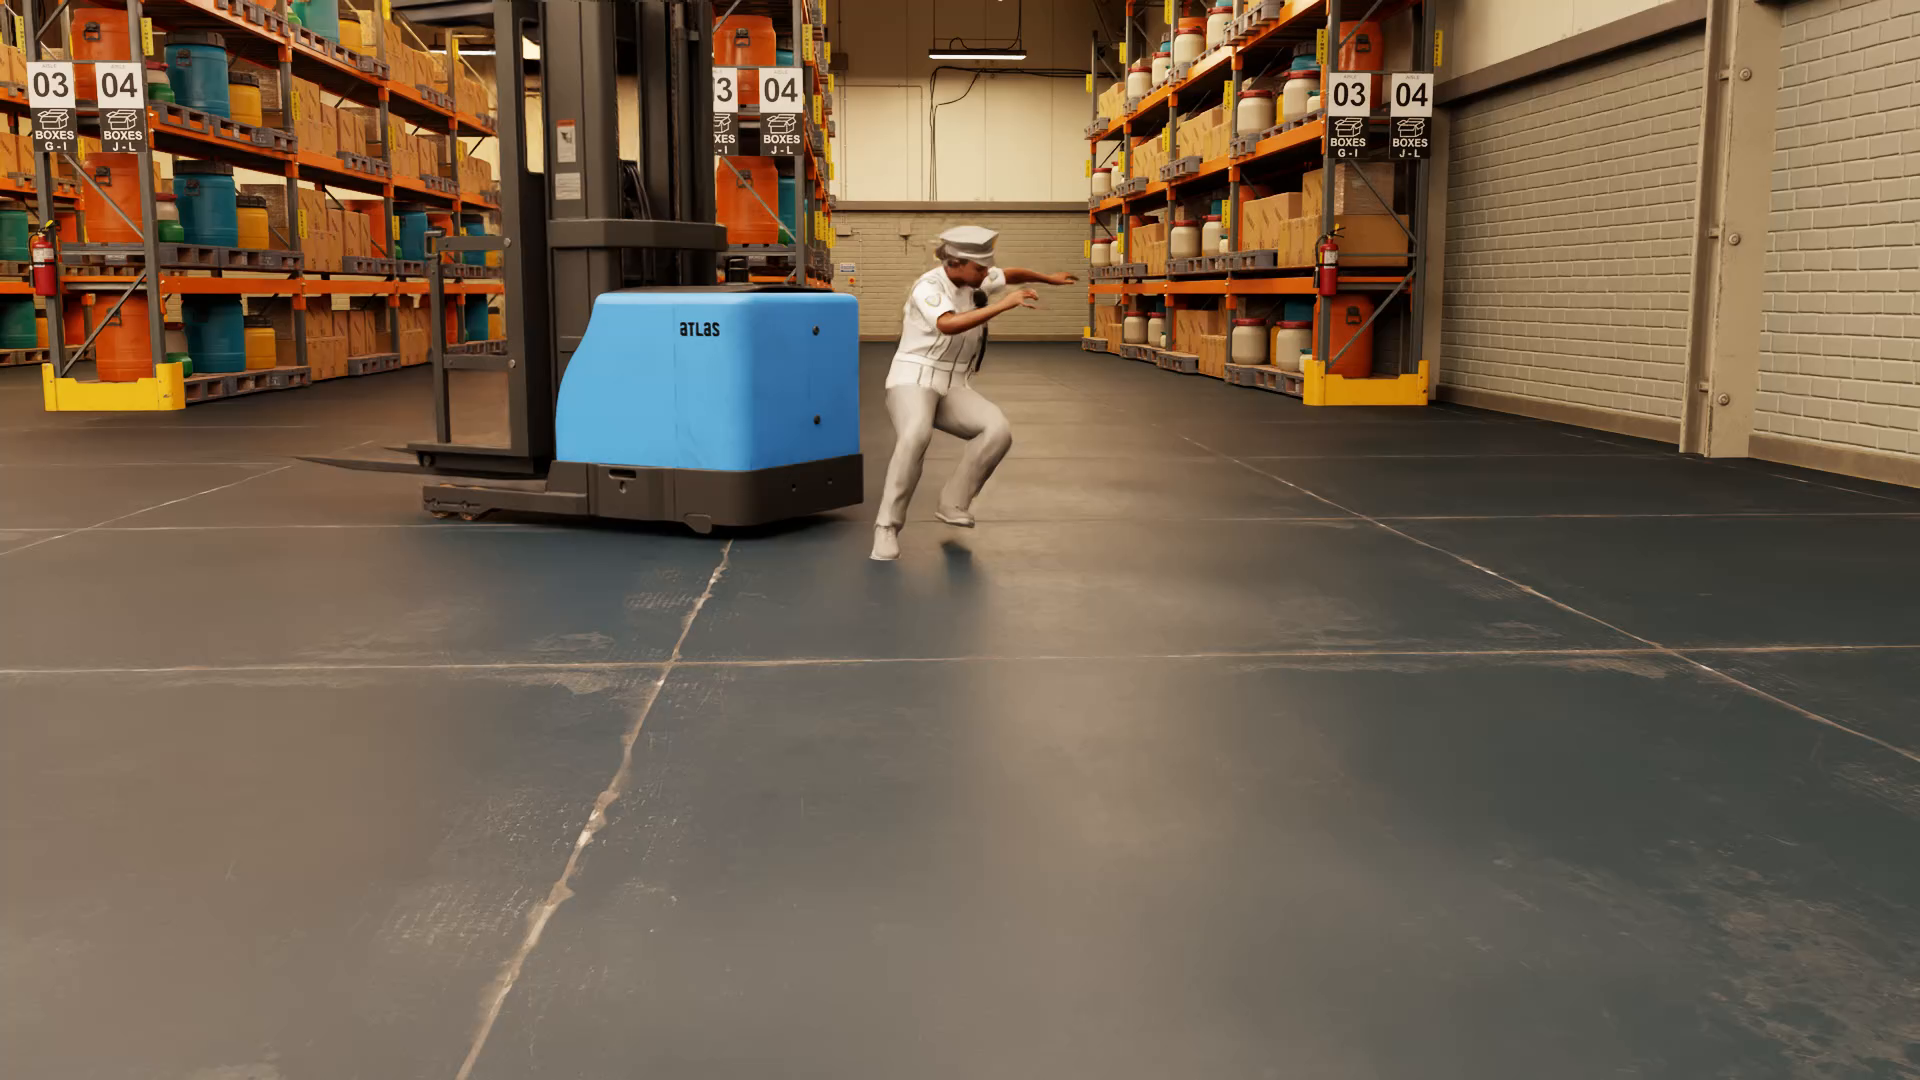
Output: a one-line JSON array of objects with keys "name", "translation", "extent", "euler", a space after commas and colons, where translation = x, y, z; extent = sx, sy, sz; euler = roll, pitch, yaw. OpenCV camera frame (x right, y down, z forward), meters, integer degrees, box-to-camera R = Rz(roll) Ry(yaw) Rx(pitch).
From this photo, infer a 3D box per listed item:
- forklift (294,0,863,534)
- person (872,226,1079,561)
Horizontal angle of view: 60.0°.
[{"name": "forklift", "translation": [-2.012, -1.605, 8.137], "extent": [3.031, 2.935, 1.130], "euler": [4, 10, 28]}, {"name": "person", "translation": [0.073, -0.677, 7.296], "extent": [0.752, 1.376, 1.490], "euler": [8, 11, 42]}]
